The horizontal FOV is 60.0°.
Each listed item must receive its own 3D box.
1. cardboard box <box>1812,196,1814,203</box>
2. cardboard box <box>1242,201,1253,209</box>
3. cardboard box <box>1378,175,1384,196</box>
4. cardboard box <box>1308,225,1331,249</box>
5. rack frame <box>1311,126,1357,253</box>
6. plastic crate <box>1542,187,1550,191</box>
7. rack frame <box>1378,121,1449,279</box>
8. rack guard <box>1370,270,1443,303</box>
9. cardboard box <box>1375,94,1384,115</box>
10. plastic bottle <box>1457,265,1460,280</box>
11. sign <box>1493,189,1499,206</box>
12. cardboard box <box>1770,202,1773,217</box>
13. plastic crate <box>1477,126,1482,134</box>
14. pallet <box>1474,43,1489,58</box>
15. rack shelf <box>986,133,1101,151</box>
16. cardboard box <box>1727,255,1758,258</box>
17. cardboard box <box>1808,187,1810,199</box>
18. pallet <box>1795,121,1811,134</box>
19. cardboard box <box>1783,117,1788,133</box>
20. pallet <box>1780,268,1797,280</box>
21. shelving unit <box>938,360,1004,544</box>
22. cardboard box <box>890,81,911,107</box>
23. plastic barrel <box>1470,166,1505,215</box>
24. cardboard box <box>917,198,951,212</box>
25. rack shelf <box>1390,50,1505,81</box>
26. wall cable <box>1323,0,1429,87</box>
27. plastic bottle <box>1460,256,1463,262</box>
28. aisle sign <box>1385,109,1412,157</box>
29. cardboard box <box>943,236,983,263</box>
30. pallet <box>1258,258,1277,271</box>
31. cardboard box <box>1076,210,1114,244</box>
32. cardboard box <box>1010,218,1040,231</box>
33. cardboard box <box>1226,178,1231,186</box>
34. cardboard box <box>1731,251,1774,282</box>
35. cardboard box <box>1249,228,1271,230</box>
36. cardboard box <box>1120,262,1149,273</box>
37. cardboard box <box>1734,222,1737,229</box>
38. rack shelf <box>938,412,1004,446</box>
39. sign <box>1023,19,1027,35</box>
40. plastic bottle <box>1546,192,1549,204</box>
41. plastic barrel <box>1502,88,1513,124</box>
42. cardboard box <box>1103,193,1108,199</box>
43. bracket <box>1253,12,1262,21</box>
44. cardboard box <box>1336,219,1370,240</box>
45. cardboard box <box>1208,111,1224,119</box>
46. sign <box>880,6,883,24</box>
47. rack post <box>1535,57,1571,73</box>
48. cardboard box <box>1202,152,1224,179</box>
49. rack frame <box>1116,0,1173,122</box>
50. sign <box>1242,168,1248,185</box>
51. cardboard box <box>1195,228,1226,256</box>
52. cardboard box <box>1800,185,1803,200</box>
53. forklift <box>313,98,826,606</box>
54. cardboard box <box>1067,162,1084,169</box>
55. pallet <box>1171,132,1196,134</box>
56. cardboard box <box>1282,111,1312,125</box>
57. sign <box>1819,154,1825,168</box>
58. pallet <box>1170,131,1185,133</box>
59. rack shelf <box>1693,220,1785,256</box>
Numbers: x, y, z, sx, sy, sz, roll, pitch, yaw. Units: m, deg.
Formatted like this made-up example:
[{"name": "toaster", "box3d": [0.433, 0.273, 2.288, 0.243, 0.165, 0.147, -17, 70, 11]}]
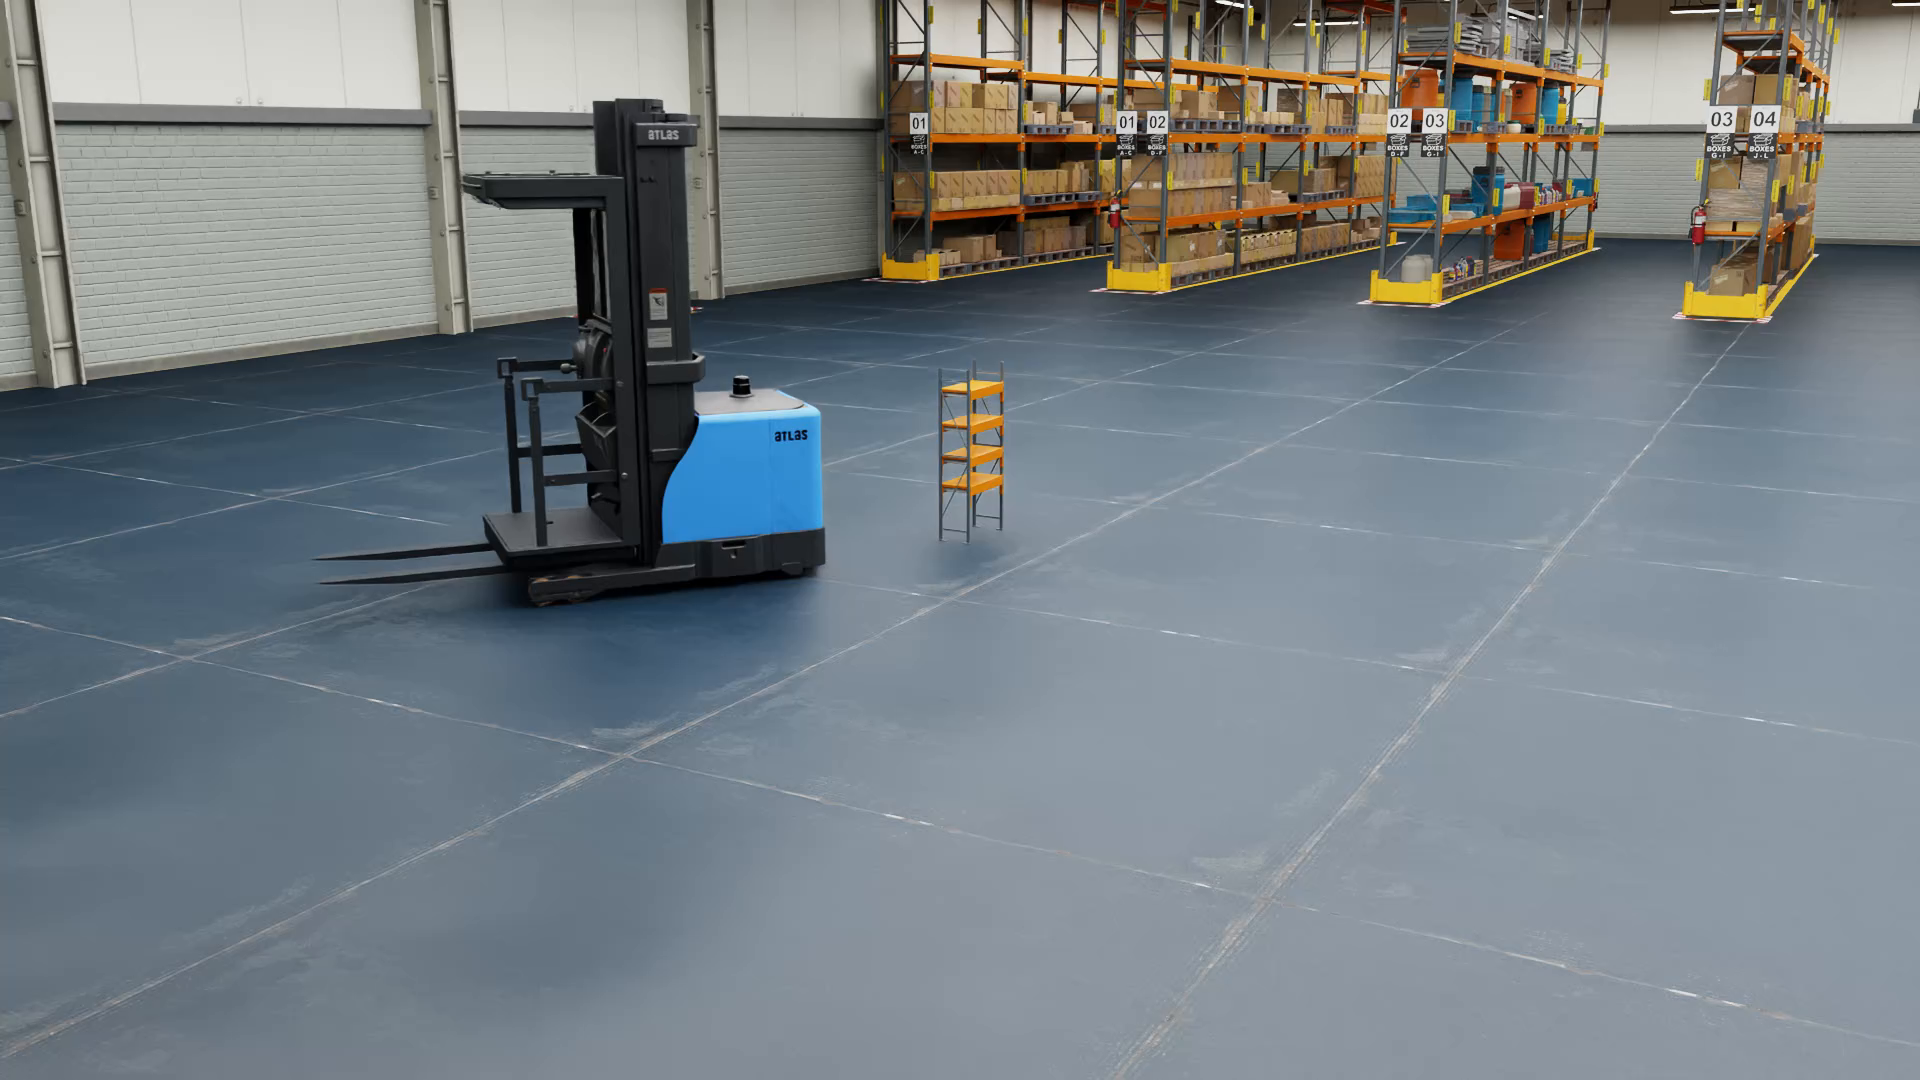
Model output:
[{"name": "cardboard box", "box3d": [19.217, -7.763, 37.870, 0.380, 0.149, 0.250, 7, 15, 28]}, {"name": "cardboard box", "box3d": [5.854, -6.956, 34.524, 0.380, 0.149, 0.250, 7, 15, 28]}, {"name": "cardboard box", "box3d": [10.576, -9.099, 42.662, 0.500, 0.500, 0.500, 8, 15, 28]}, {"name": "cardboard box", "box3d": [8.393, -7.118, 39.054, 0.500, 0.500, 0.500, 7, 15, 26]}, {"name": "rack frame", "box3d": [9.114, -8.561, 40.644, 1.000, 3.000, 0.127, 7, 15, 28]}, {"name": "plastic crate", "box3d": [14.193, -8.422, 40.298, 0.416, 0.233, 0.300, 7, 15, 28]}, {"name": "rack frame", "box3d": [7.647, -5.537, 28.101, 1.000, 3.000, 0.127, 7, 15, 28]}, {"name": "rack guard", "box3d": [7.643, -4.343, 28.481, 1.175, 0.500, 0.348, 7, 15, 28]}, {"name": "cardboard box", "box3d": [10.350, -11.060, 42.261, 0.700, 0.500, 0.500, 7, 15, 28]}, {"name": "plastic bottle", "box3d": [9.011, -4.852, 30.143, 0.097, 0.271, 0.097, 0, 14, 0]}, {"name": "sign", "box3d": [10.057, -6.428, 31.205, 0.100, 0.325, 0.005, 7, 15, 28]}, {"name": "cardboard box", "box3d": [12.941, -5.594, 27.489, 0.875, 0.500, 0.500, 7, 15, 28]}, {"name": "plastic crate", "box3d": [9.159, -7.313, 29.628, 0.243, 0.136, 0.396, 7, 15, 28]}, {"name": "pallet", "box3d": [8.618, -8.564, 29.114, 1.003, 0.211, 1.213, 7, 15, 28]}, {"name": "rack shelf", "box3d": [1.875, -8.999, 37.596, 1.077, 0.370, 4.000, 7, 15, 28]}, {"name": "cardboard box", "box3d": [13.688, -4.708, 29.100, 0.500, 0.500, 0.500, 7, 15, 26]}, {"name": "cardboard box", "box3d": [18.241, -7.576, 36.245, 0.500, 0.250, 0.500, 7, 15, 27]}, {"name": "pallet", "box3d": [14.308, -7.278, 29.323, 1.213, 0.211, 1.003, 7, 15, 28]}, {"name": "cardboard box", "box3d": [12.929, -6.639, 26.589, 0.500, 0.250, 0.500, 7, 15, 28]}, {"name": "pallet", "box3d": [16.298, -5.415, 33.544, 1.003, 0.211, 1.213, 7, 15, 28]}, {"name": "shelving unit", "box3d": [0.080, -0.617, 11.534, 0.258, 1.200, 0.503, 7, 15, 28]}, {"name": "cardboard box", "box3d": [-1.046, -8.780, 32.764, 0.500, 0.500, 0.500, 8, 16, 31]}, {"name": "plastic barrel", "box3d": [10.033, -6.646, 31.633, 0.600, 0.901, 0.708, 7, 15, 28]}, {"name": "cardboard box", "box3d": [-0.511, -6.661, 33.038, 0.500, 0.250, 0.500, 7, 15, 26]}, {"name": "rack shelf", "box3d": [8.614, -8.320, 29.231, 1.077, 0.370, 4.000, 7, 15, 28]}, {"name": "wall cable", "box3d": [12.125, -14.618, 48.816, 3.097, 2.526, 0.112, 7, 15, 28]}, {"name": "plastic bottle", "box3d": [9.396, -5.135, 31.148, 0.144, 0.351, 0.185, 7, 15, 28]}, {"name": "aisle sign", "box3d": [7.353, -6.820, 27.875, 0.394, 0.787, 0.004, 7, 15, 28]}, {"name": "cardboard box", "box3d": [0.062, -6.052, 34.631, 0.700, 0.500, 0.500, 6, 15, 25]}, {"name": "pallet", "box3d": [6.157, -5.971, 35.850, 1.003, 0.211, 1.213, 7, 15, 28]}, {"name": "cardboard box", "box3d": [3.313, -7.596, 40.332, 0.750, 0.750, 0.750, 7, 15, 27]}, {"name": "cardboard box", "box3d": [1.460, -7.087, 37.325, 0.500, 0.250, 0.500, 7, 15, 27]}, {"name": "cardboard box", "box3d": [5.182, -7.153, 33.207, 0.380, 0.149, 0.250, 7, 15, 27]}, {"name": "cardboard box", "box3d": [14.232, -4.919, 29.931, 0.700, 0.500, 0.500, 6, 15, 24]}, {"name": "cardboard box", "box3d": [6.670, -6.806, 37.140, 0.500, 0.311, 0.500, 8, 16, 30]}, {"name": "cardboard box", "box3d": [3.314, -5.110, 31.300, 0.500, 0.250, 0.500, 7, 15, 28]}, {"name": "cardboard box", "box3d": [12.429, -5.140, 26.991, 0.380, 0.149, 0.250, 7, 15, 28]}, {"name": "rack shelf", "box3d": [0.080, -0.769, 11.497, 0.258, 0.148, 0.480, 7, 15, 28]}, {"name": "sign", "box3d": [1.375, -10.824, 35.068, 0.100, 0.325, 0.005, 7, 15, 28]}, {"name": "plastic bottle", "box3d": [12.943, -7.568, 36.788, 0.152, 0.276, 0.135, 7, 15, 28]}, {"name": "plastic barrel", "box3d": [10.928, -8.736, 33.902, 0.600, 0.901, 0.600, 0, 14, 0]}, {"name": "cardboard box", "box3d": [3.334, -8.280, 39.974, 0.380, 0.149, 0.250, 8, 16, 29]}, {"name": "bracket", "box3d": [8.915, -15.792, 50.155, 0.235, 0.232, 0.430, 7, 15, 28]}, {"name": "cardboard box", "box3d": [10.018, -7.947, 42.486, 0.797, 0.503, 0.637, 7, 15, 28]}, {"name": "cardboard box", "box3d": [4.903, -8.250, 32.293, 0.380, 0.149, 0.250, 7, 15, 28]}, {"name": "sign", "box3d": [-1.501, -10.174, 32.204, 0.100, 0.325, 0.005, 7, 15, 28]}, {"name": "rack post", "box3d": [12.581, -10.243, 35.886, 0.937, 0.300, 0.954, 9, 16, 34]}, {"name": "cardboard box", "box3d": [4.795, -7.403, 32.861, 0.700, 0.500, 0.500, 7, 15, 28]}, {"name": "rack frame", "box3d": [3.313, -9.016, 29.729, 1.000, 3.000, 0.127, 7, 15, 28]}, {"name": "sign", "box3d": [5.733, -7.317, 33.466, 0.100, 0.325, 0.005, 7, 15, 28]}, {"name": "cardboard box", "box3d": [4.962, -5.931, 33.104, 0.500, 0.500, 0.500, 7, 15, 28]}, {"name": "cardboard box", "box3d": [16.571, -6.841, 33.295, 0.500, 0.500, 0.500, 7, 15, 27]}, {"name": "forklift", "box3d": [-2.424, -1.171, 10.136, 3.031, 2.935, 1.130, -6, 15, -22]}, {"name": "cardboard box", "box3d": [2.702, -8.805, 39.118, 0.380, 0.149, 0.250, 5, 15, 21]}, {"name": "pallet", "box3d": [5.771, -10.953, 44.353, 1.003, 0.211, 1.213, 7, 15, 28]}, {"name": "cardboard box", "box3d": [7.362, -9.341, 37.264, 0.910, 0.500, 0.500, 7, 15, 28]}, {"name": "sign", "box3d": [20.186, -8.872, 38.959, 0.100, 0.325, 0.005, 7, 15, 28]}, {"name": "pallet", "box3d": [5.181, -10.703, 43.319, 1.003, 0.211, 1.213, 7, 15, 28]}, {"name": "rack shelf", "box3d": [12.950, -5.037, 27.560, 1.077, 0.370, 4.000, 7, 15, 28]}]
